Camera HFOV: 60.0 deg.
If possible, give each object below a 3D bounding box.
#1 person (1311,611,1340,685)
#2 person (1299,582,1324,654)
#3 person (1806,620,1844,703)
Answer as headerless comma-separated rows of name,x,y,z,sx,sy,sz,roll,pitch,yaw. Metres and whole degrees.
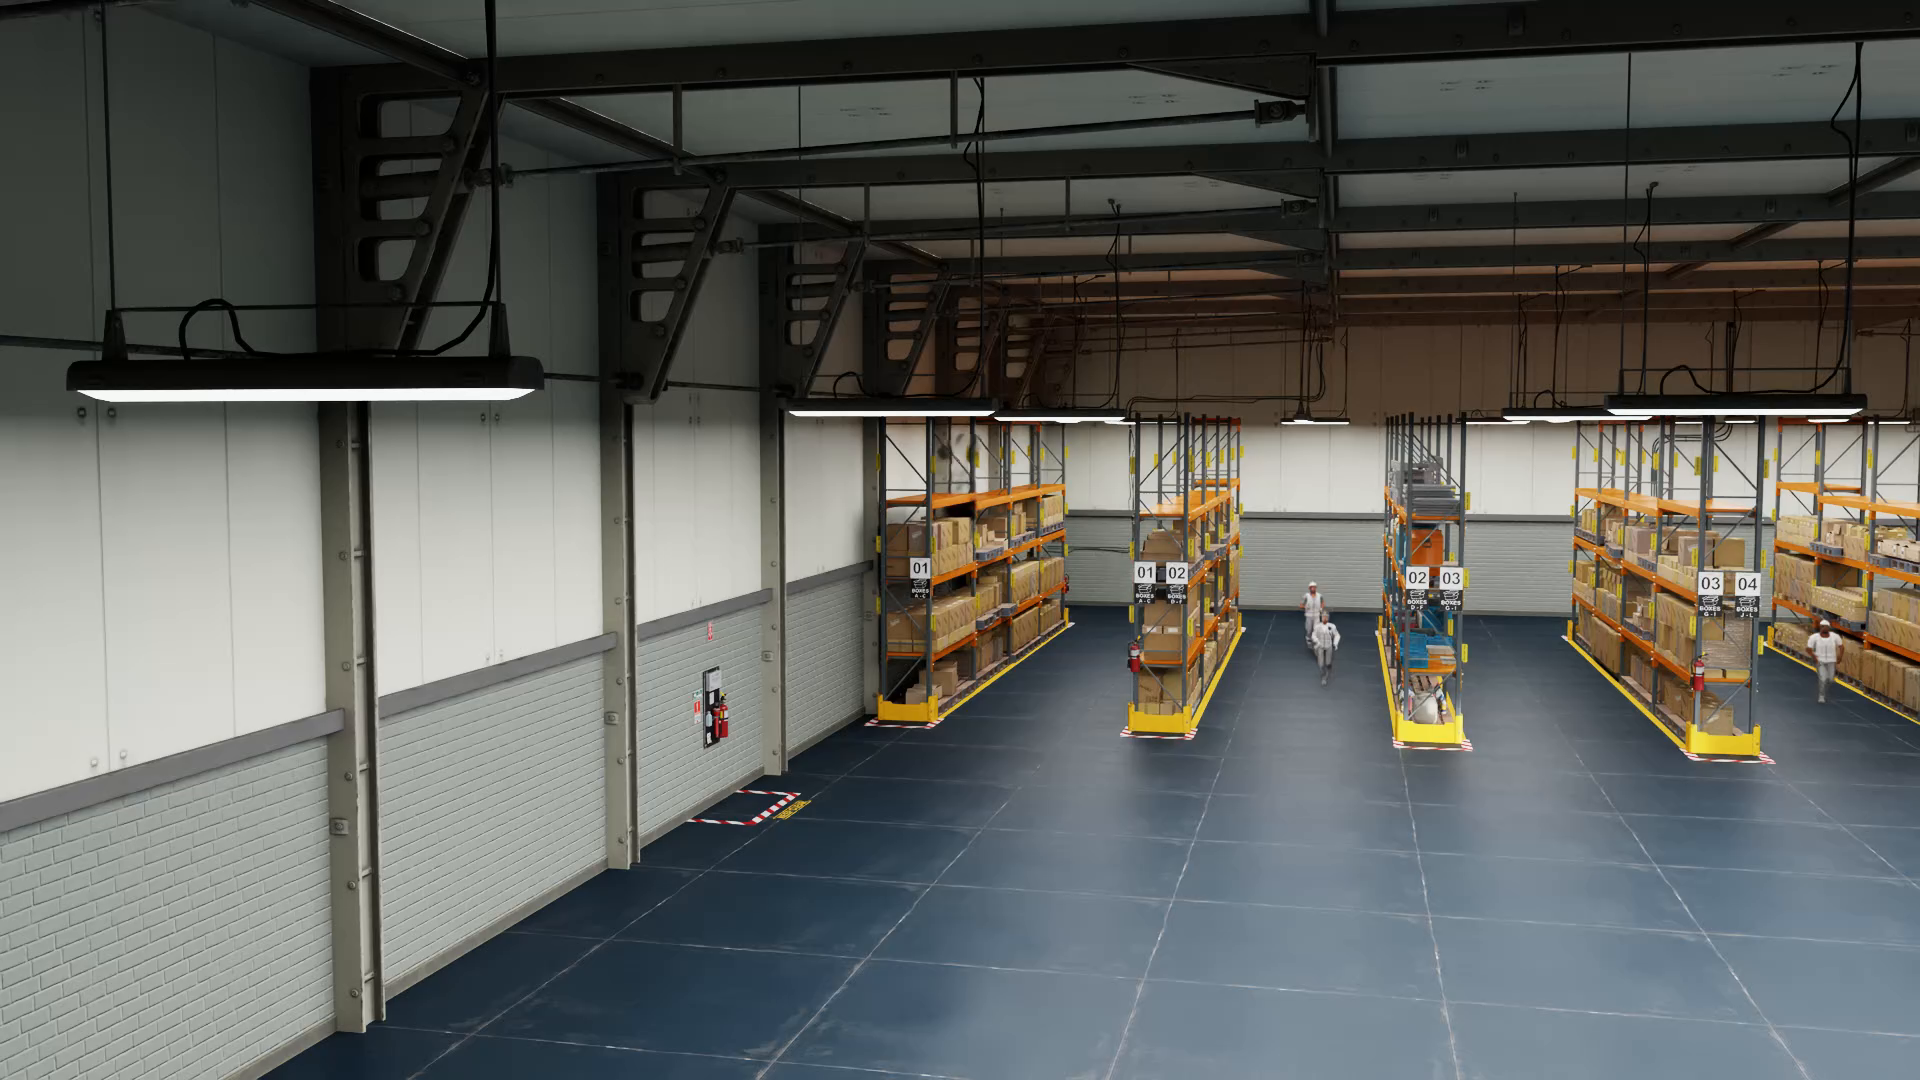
person,8.131,2.399,37.036,0.612,1.658,0.548,1,4,18
person,8.908,1.956,42.016,0.657,1.776,0.968,0,4,4
person,18.016,2.523,34.643,0.714,1.729,0.660,1,4,19
